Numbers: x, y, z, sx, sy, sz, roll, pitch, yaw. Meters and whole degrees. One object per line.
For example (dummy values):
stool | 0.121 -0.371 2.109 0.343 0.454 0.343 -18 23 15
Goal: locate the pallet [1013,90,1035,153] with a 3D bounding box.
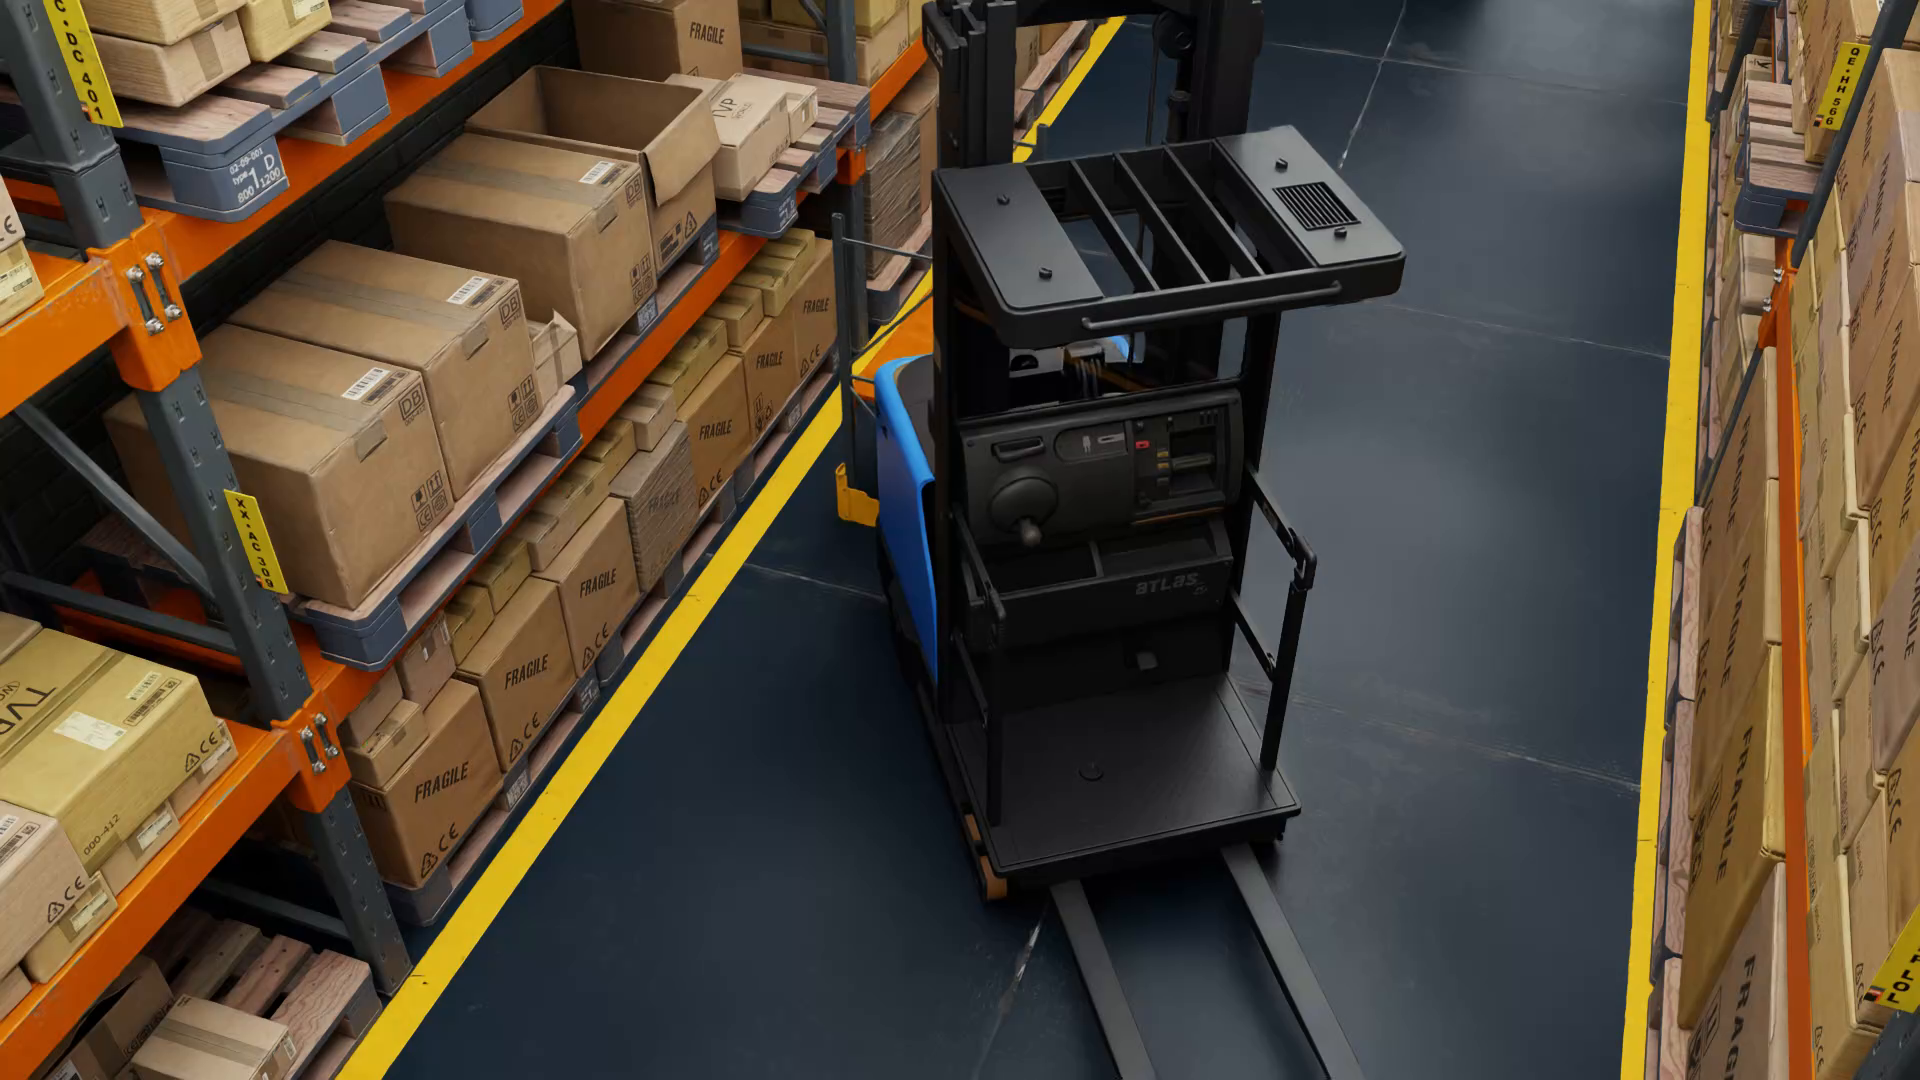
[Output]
pallet | -0.213 -2.393 9.892 1.003 0.211 1.213 13 42 15

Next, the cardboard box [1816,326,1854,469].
cardboard box | 2.950 -0.382 5.117 0.500 0.250 0.500 13 42 15

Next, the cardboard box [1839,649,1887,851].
cardboard box | 2.434 0.558 4.015 0.500 0.250 0.500 14 43 16

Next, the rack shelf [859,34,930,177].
rack shelf | -0.266 -3.165 9.203 1.077 0.370 4.000 13 42 15

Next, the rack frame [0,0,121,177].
rack frame | -2.318 -2.061 2.733 1.000 3.000 0.127 13 42 15

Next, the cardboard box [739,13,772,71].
cardboard box | -1.037 -2.492 7.976 0.500 0.250 0.500 12 42 14

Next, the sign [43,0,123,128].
sign | -1.806 -1.001 3.403 0.100 0.325 0.005 13 42 15

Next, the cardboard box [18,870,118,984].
cardboard box | -2.325 0.895 4.084 0.380 0.149 0.250 14 43 16

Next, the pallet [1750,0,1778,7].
pallet | 4.685 -3.052 8.664 1.003 0.211 1.213 13 42 15

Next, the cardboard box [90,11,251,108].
cardboard box | -1.842 -1.116 3.729 0.380 0.149 0.250 14 42 16

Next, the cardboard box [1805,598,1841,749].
cardboard box | 2.630 0.434 4.546 0.500 0.250 0.500 12 42 14

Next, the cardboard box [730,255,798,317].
cardboard box | -0.945 -1.143 7.382 0.380 0.149 0.250 11 42 13

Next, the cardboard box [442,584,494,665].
cardboard box | -1.846 0.261 5.736 0.380 0.149 0.250 11 42 13

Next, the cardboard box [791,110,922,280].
cardboard box | -0.724 -1.852 8.616 0.875 0.625 0.625 15 43 16

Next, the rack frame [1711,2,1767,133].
rack frame | 5.083 -3.559 9.110 1.000 3.000 0.127 13 42 15

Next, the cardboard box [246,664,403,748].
cardboard box | -2.002 0.479 5.251 0.380 0.149 0.250 13 42 14

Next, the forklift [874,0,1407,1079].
forklift | 0.521 -0.145 5.161 1.130 2.935 3.031 -10 41 -11

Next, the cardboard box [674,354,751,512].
cardboard box | -1.250 -0.499 7.126 0.500 0.500 0.500 15 43 17

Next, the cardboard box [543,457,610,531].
cardboard box | -1.558 -0.205 6.281 0.380 0.149 0.250 15 43 17

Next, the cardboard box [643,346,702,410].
cardboard box | -1.295 -0.689 6.850 0.380 0.149 0.250 13 42 14

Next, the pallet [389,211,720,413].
pallet | -1.611 -0.958 6.210 1.003 0.211 1.213 13 42 15

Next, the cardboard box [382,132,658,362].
cardboard box | -1.497 -1.017 5.730 0.700 0.500 0.500 13 42 15

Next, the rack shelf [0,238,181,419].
rack shelf | -3.002 0.573 2.510 1.077 0.370 4.000 13 42 15

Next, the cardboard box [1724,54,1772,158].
cardboard box | 4.906 -2.399 9.451 0.950 0.372 0.625 14 42 16

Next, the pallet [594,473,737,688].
pallet | -1.660 0.031 7.051 1.003 0.211 1.213 13 42 15

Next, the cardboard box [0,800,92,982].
cardboard box | -2.420 0.839 3.842 0.500 0.250 0.500 13 42 15

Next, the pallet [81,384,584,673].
pallet | -1.942 -0.169 5.285 1.003 0.211 1.213 13 42 15

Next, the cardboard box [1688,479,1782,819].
cardboard box | 3.092 0.475 5.695 0.875 0.875 0.875 14 42 16

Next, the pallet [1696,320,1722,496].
pallet | 3.984 -0.535 7.714 1.003 0.211 1.213 13 42 15

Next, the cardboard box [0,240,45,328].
cardboard box | -2.164 -0.540 3.454 0.380 0.149 0.250 13 42 15

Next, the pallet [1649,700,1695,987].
pallet | 2.956 1.147 5.743 1.003 0.211 1.213 13 42 15

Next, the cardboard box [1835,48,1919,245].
cardboard box | 3.317 -1.291 5.605 0.500 0.500 0.500 12 42 14

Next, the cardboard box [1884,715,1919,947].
cardboard box | 2.264 0.574 3.419 0.500 0.500 0.500 15 43 16

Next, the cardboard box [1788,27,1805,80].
cardboard box | 3.849 -2.101 7.272 0.380 0.149 0.250 14 42 16

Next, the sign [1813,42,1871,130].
sign | 3.202 -1.644 6.035 0.100 0.325 0.005 13 42 15

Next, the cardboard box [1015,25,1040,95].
cardboard box | -0.023 -3.122 10.105 0.875 0.625 0.625 13 42 15

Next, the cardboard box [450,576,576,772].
cardboard box | -1.768 0.440 6.025 0.500 0.500 0.500 13 42 15

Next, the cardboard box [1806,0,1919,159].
cardboard box | 3.610 -1.769 6.383 0.500 0.500 0.500 12 42 14

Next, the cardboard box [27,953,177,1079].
cardboard box | -2.766 1.435 5.005 0.500 0.311 0.500 15 43 17

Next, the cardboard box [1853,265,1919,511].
cardboard box | 2.789 -0.367 4.522 0.500 0.500 0.500 14 42 16

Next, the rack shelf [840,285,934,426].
rack shelf | -0.062 -0.789 7.296 0.538 0.185 1.000 15 43 17

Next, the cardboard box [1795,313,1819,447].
cardboard box | 3.153 -0.502 5.643 0.500 0.250 0.500 12 42 14

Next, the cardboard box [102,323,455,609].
cardboard box | -1.943 -0.222 4.799 0.700 0.500 0.500 14 43 16

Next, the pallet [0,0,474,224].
pallet | -2.029 -1.231 4.215 1.213 0.211 1.003 13 42 15

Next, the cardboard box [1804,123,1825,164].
cardboard box | 3.630 -1.615 6.702 0.380 0.149 0.250 14 42 16

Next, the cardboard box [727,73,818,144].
cardboard box | -0.814 -1.797 6.915 0.380 0.149 0.250 14 42 16

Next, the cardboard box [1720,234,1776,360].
cardboard box | 4.163 -1.074 7.898 0.950 0.372 0.625 13 42 14

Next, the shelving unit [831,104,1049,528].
shelving unit | -0.066 -0.920 7.173 0.587 1.500 1.083 15 43 17

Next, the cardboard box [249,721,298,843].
cardboard box | -2.428 0.647 5.783 0.500 0.500 0.500 13 42 15
